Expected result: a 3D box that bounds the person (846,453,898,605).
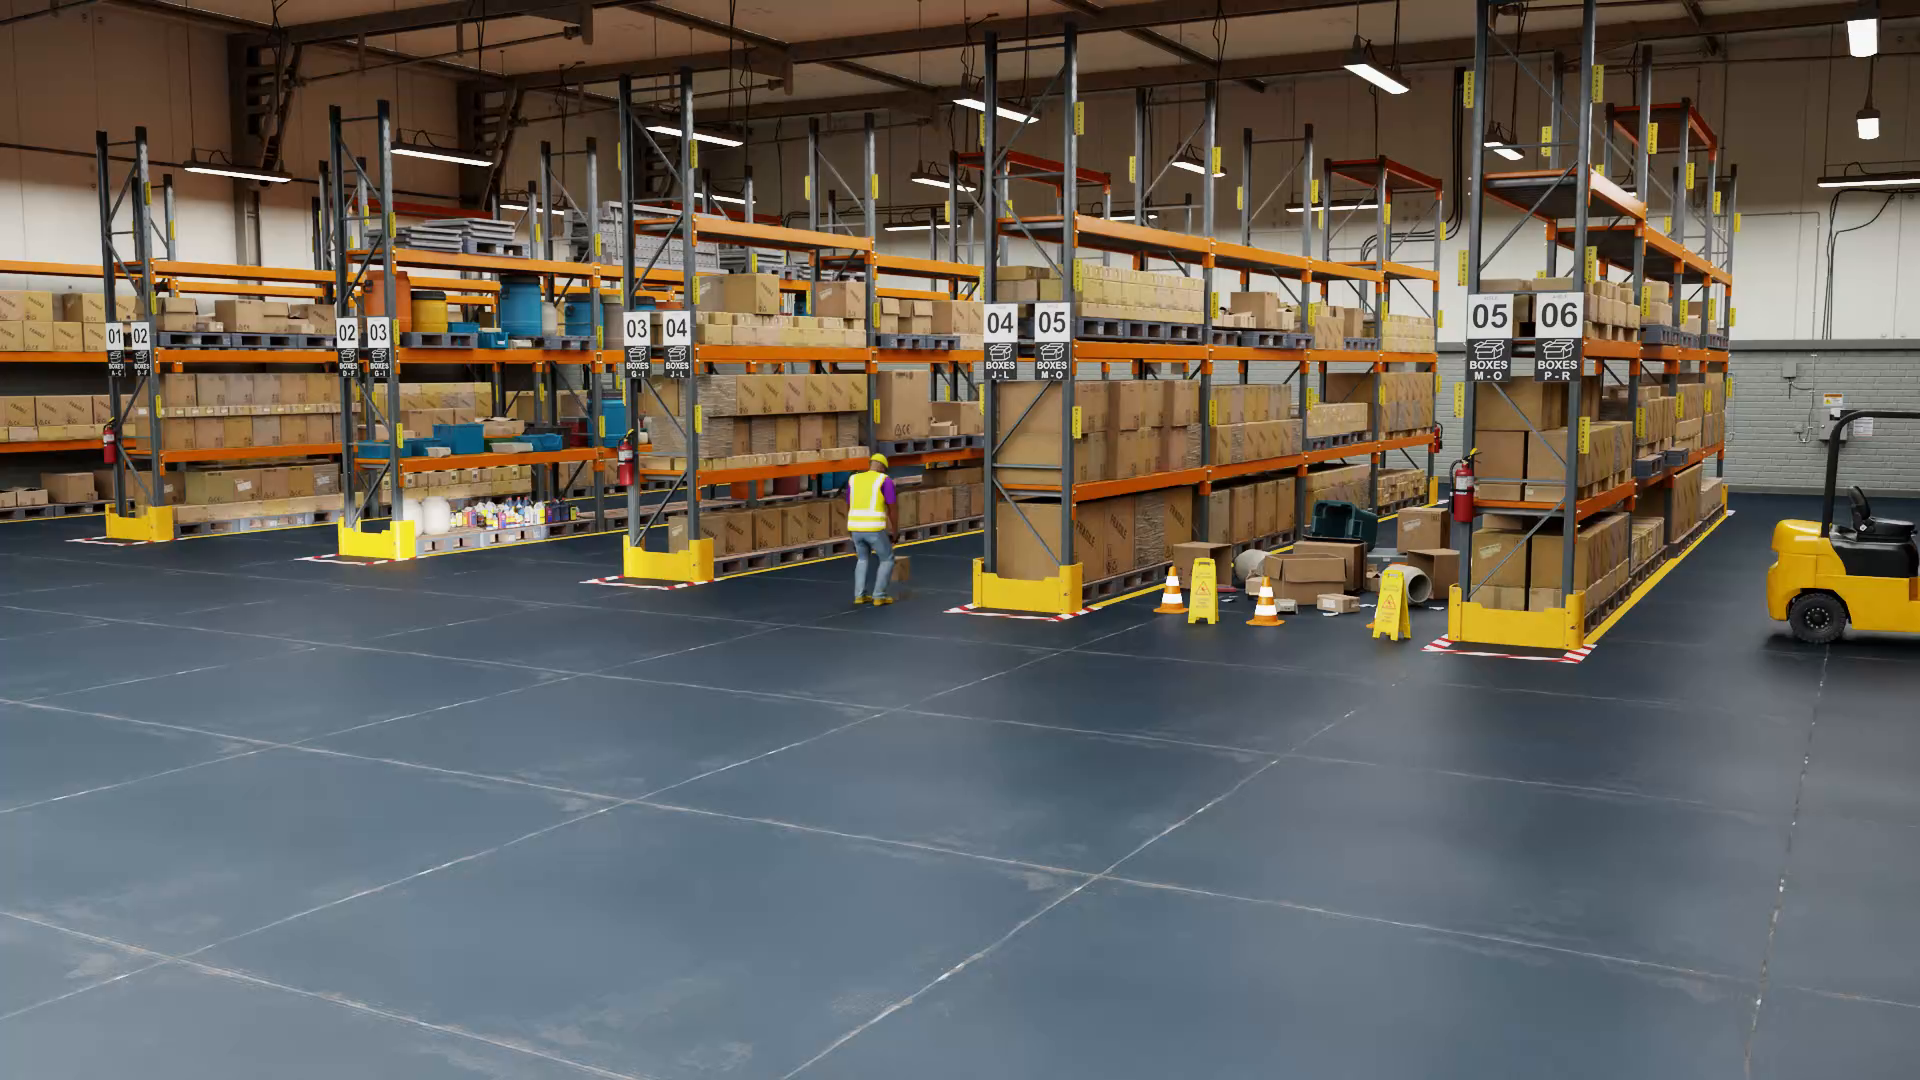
[{"bbox_3d":[-0.961,-0.121,17.953,0.616,1.613,0.599,3,7,29],"label":"person"}]
